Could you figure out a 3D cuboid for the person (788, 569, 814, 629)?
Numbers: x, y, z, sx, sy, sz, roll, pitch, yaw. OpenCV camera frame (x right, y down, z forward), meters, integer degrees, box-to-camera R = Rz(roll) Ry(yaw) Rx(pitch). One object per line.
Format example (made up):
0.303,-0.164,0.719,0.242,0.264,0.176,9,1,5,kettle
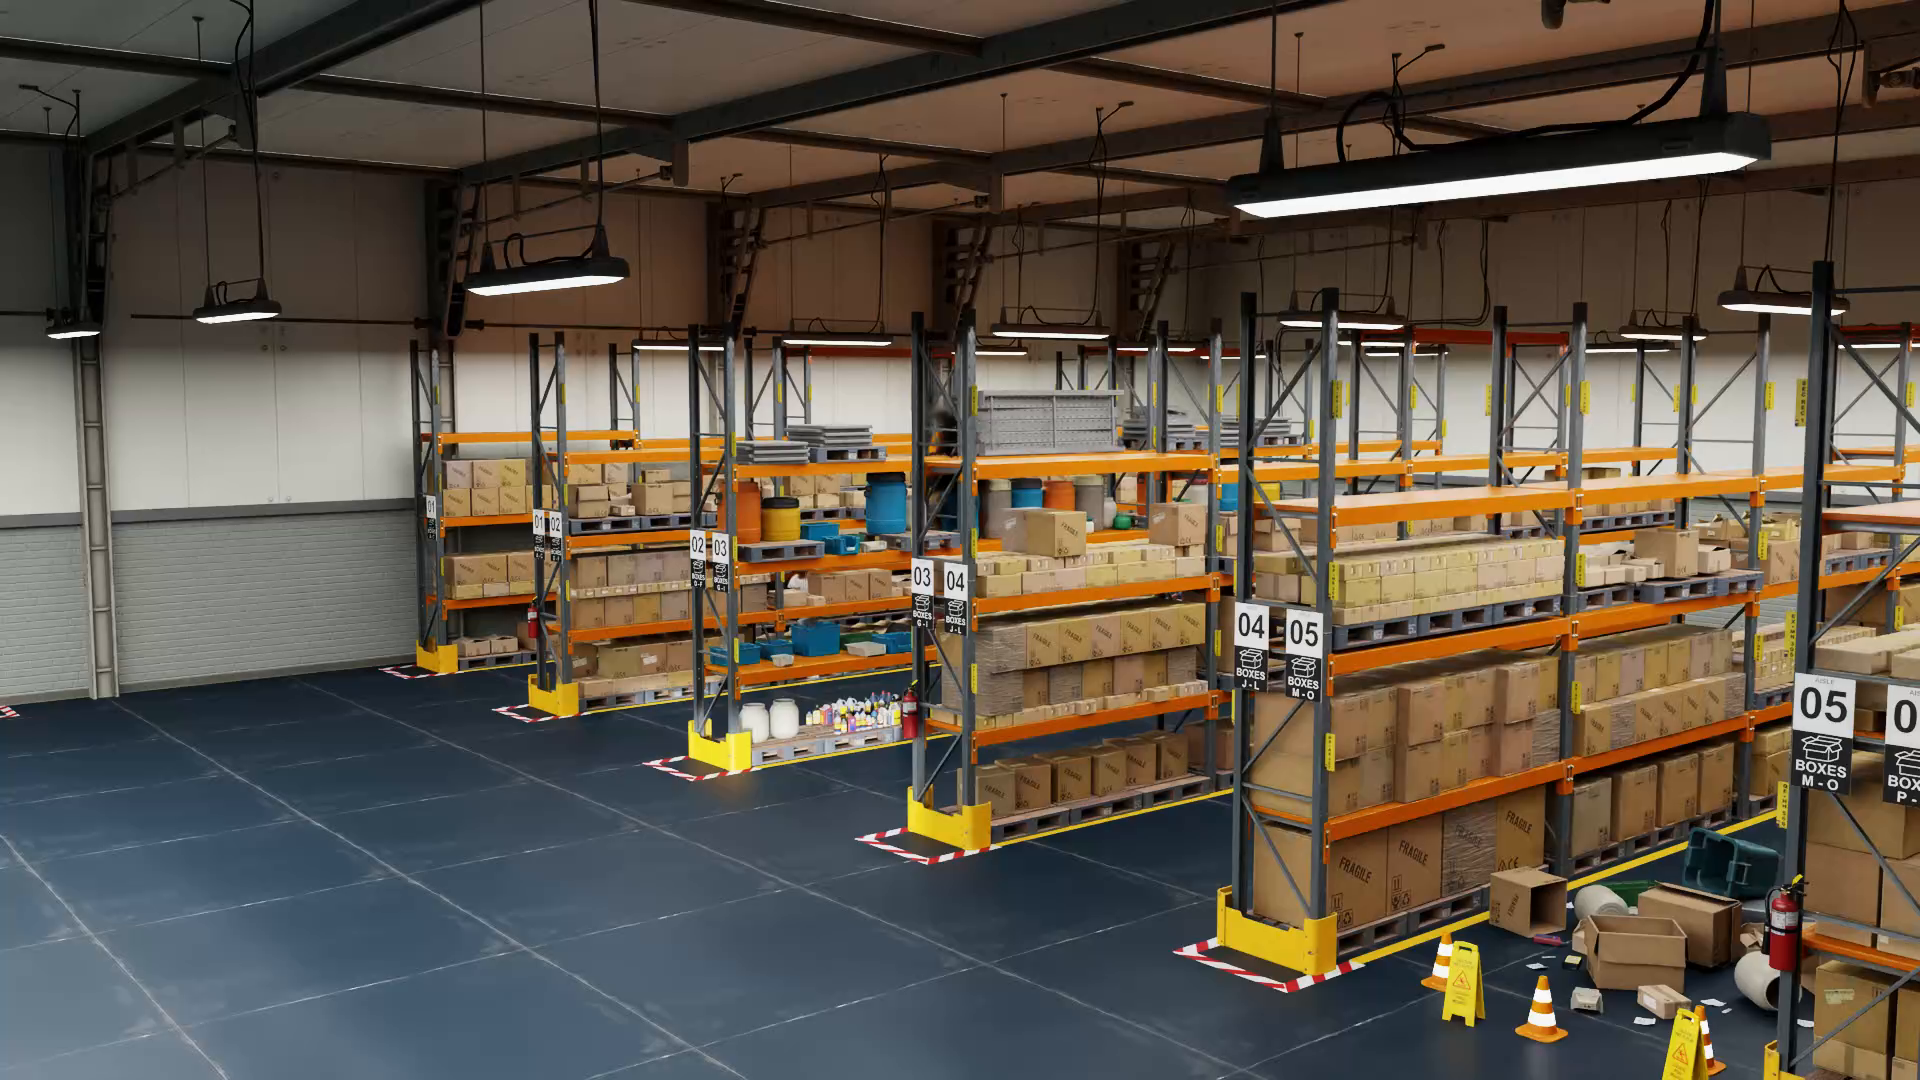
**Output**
-3.026,1.294,32.272,0.662,1.823,0.871,4,7,37,person
